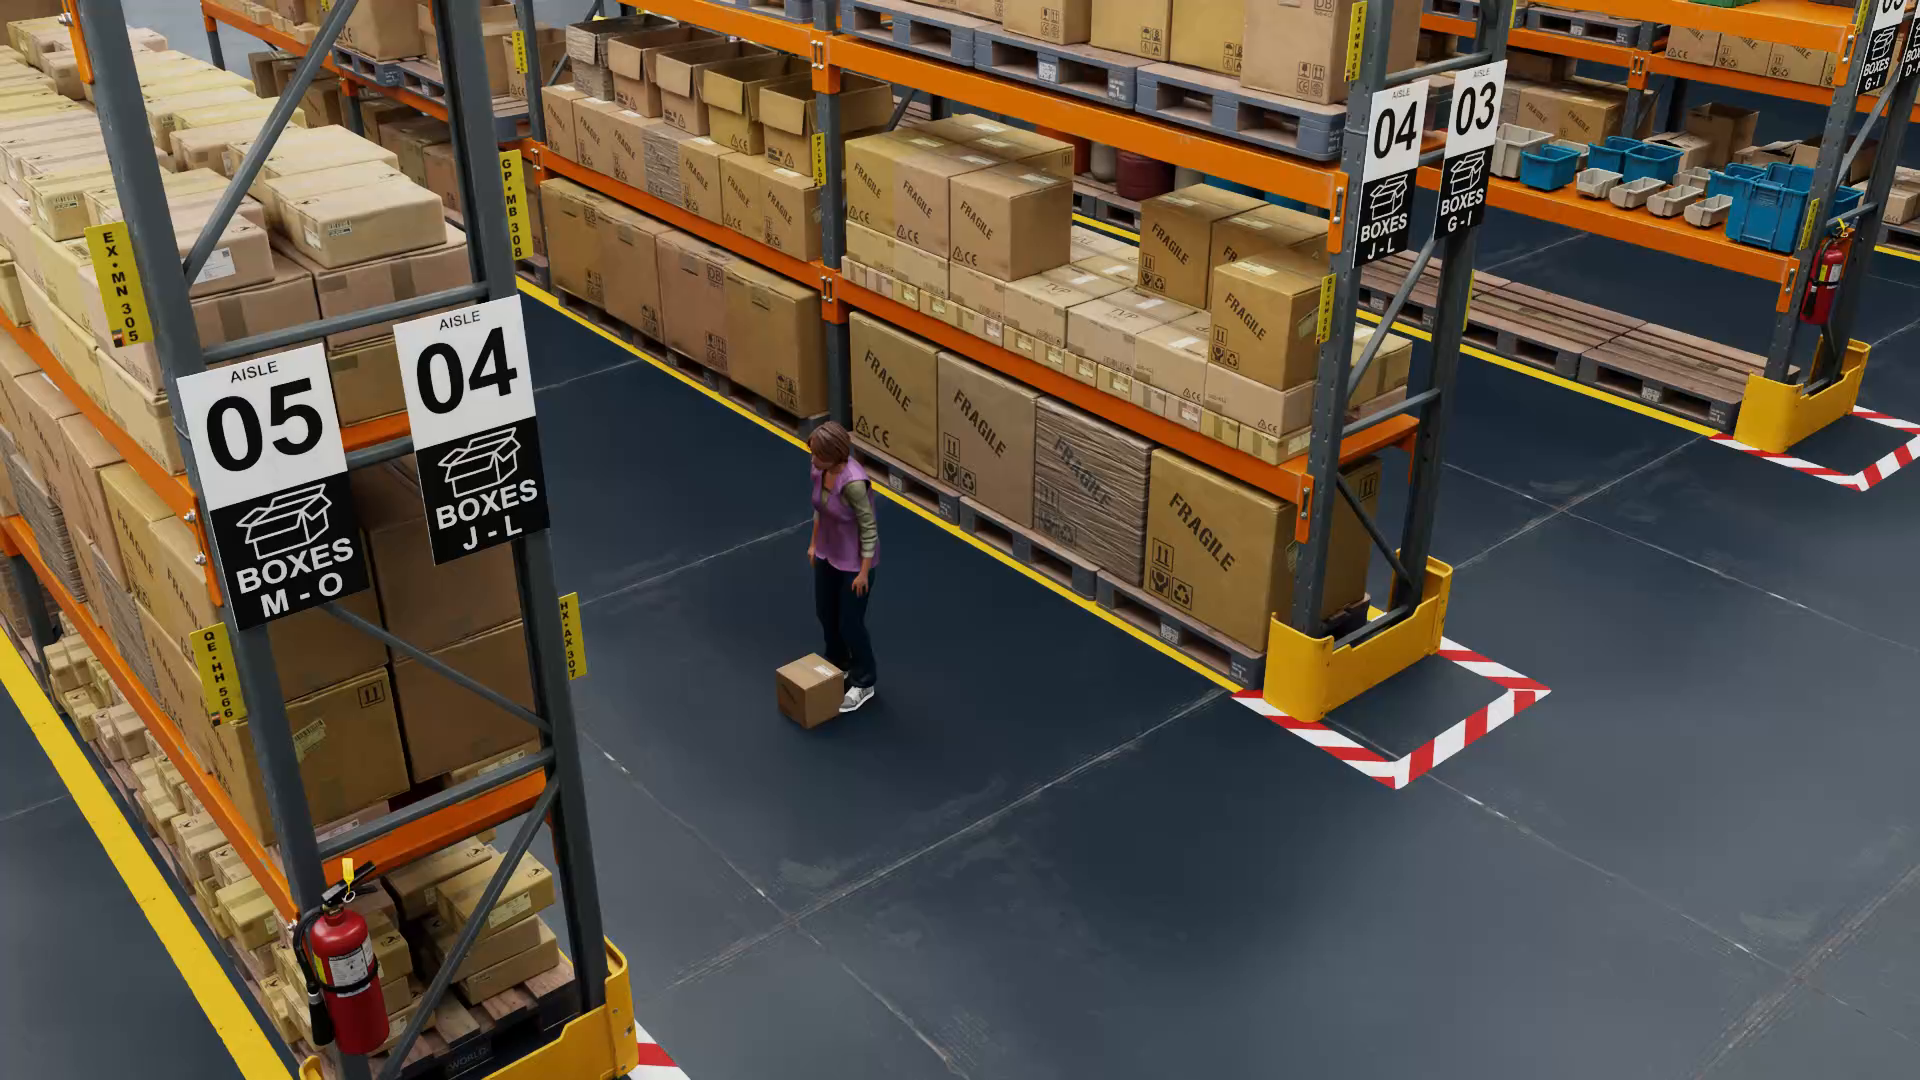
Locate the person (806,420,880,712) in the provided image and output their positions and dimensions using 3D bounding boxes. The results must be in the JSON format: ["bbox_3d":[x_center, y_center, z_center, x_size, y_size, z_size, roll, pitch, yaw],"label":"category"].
[{"bbox_3d":[-0.596,0.112,8.430,0.345,1.592,0.463,-22,36,-35],"label":"person"}]
